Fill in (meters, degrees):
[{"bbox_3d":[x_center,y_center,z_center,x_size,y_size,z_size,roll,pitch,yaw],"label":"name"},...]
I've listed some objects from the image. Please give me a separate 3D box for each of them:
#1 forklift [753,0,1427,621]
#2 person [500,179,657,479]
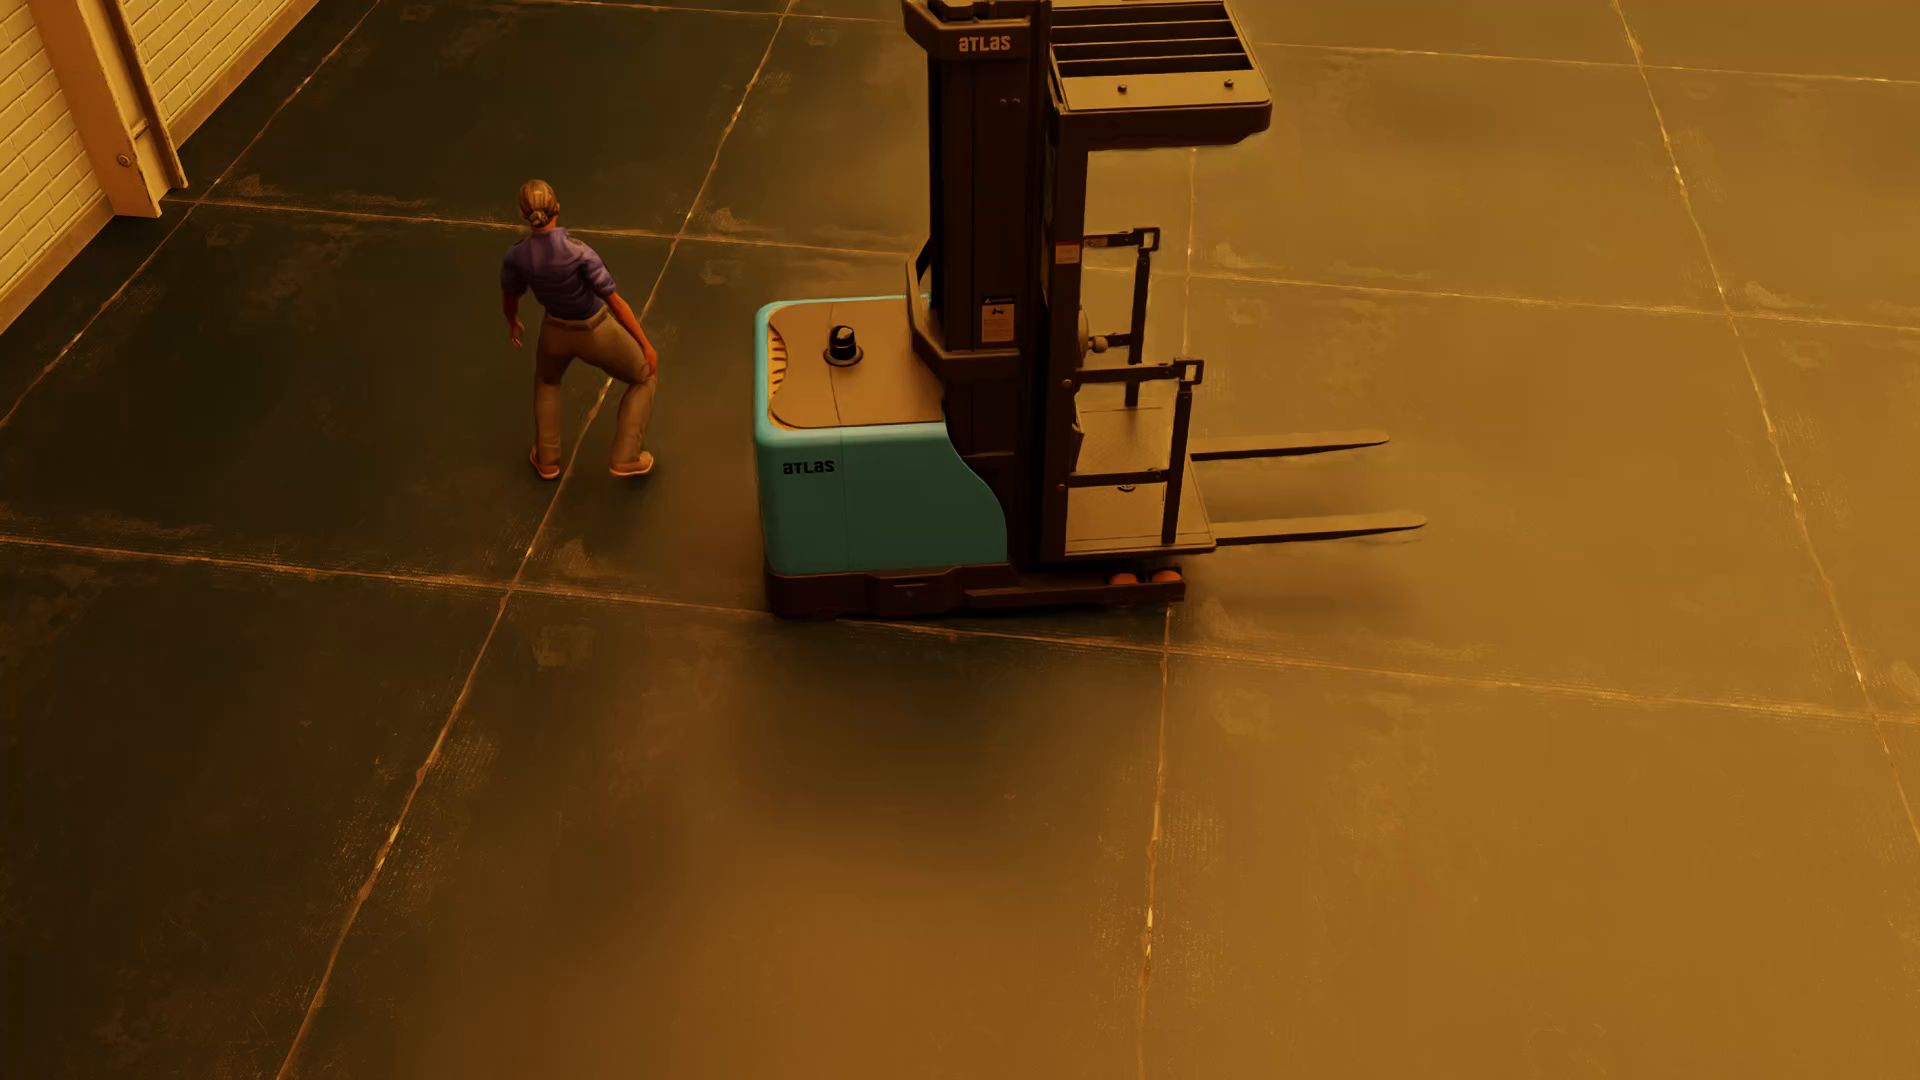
[{"bbox_3d":[0.610,-1.124,6.948,3.031,2.935,1.130,-3,43,-4],"label":"forklift"},{"bbox_3d":[-1.779,-0.959,7.786,0.814,1.576,0.473,10,44,11],"label":"person"}]
